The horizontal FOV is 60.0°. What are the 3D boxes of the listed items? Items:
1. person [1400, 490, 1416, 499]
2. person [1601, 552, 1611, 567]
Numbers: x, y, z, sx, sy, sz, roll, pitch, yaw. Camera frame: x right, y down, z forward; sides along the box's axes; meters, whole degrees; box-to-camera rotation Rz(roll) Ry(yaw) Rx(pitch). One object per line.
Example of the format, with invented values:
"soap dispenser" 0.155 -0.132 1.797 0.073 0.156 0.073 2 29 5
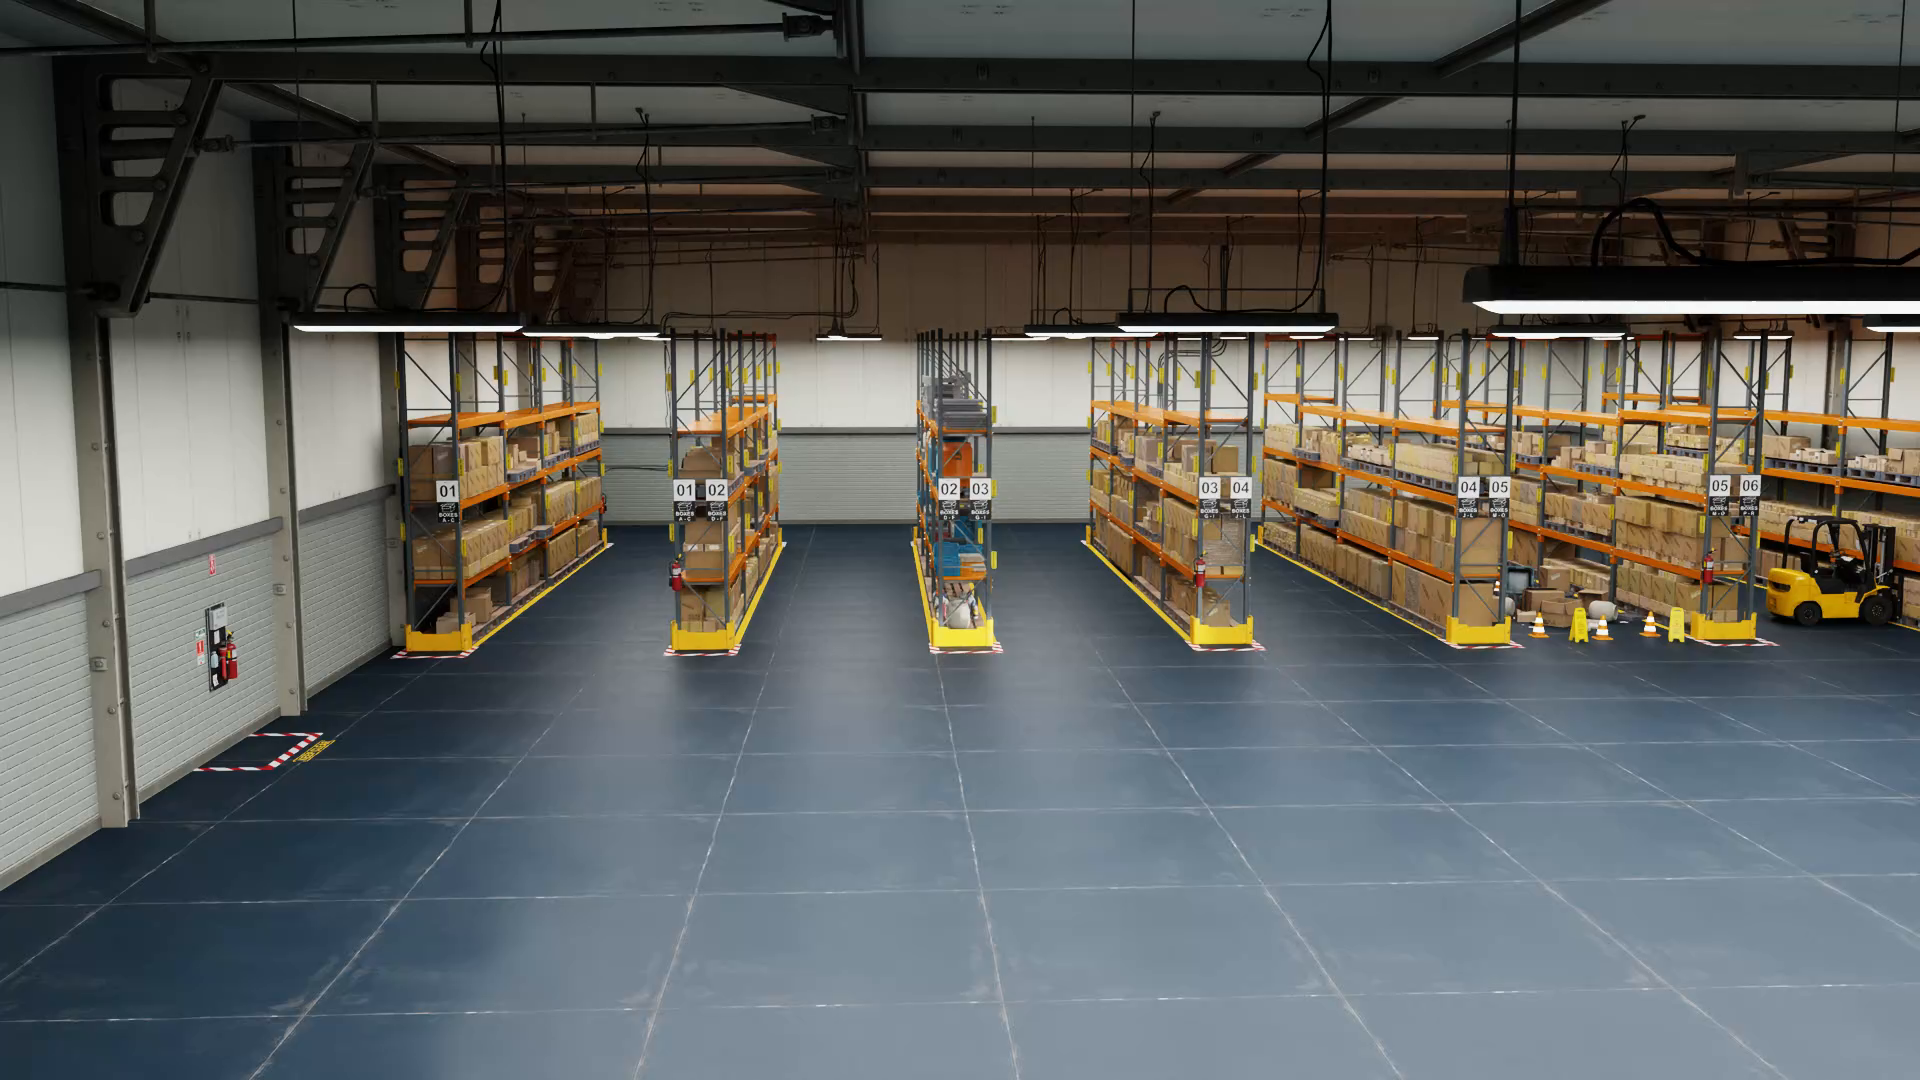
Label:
"person" 13.489 -1.045 50.053 0.865 1.727 0.600 -2 7 -16
"person" 16.048 -0.007 41.283 0.477 1.774 0.631 4 8 27
